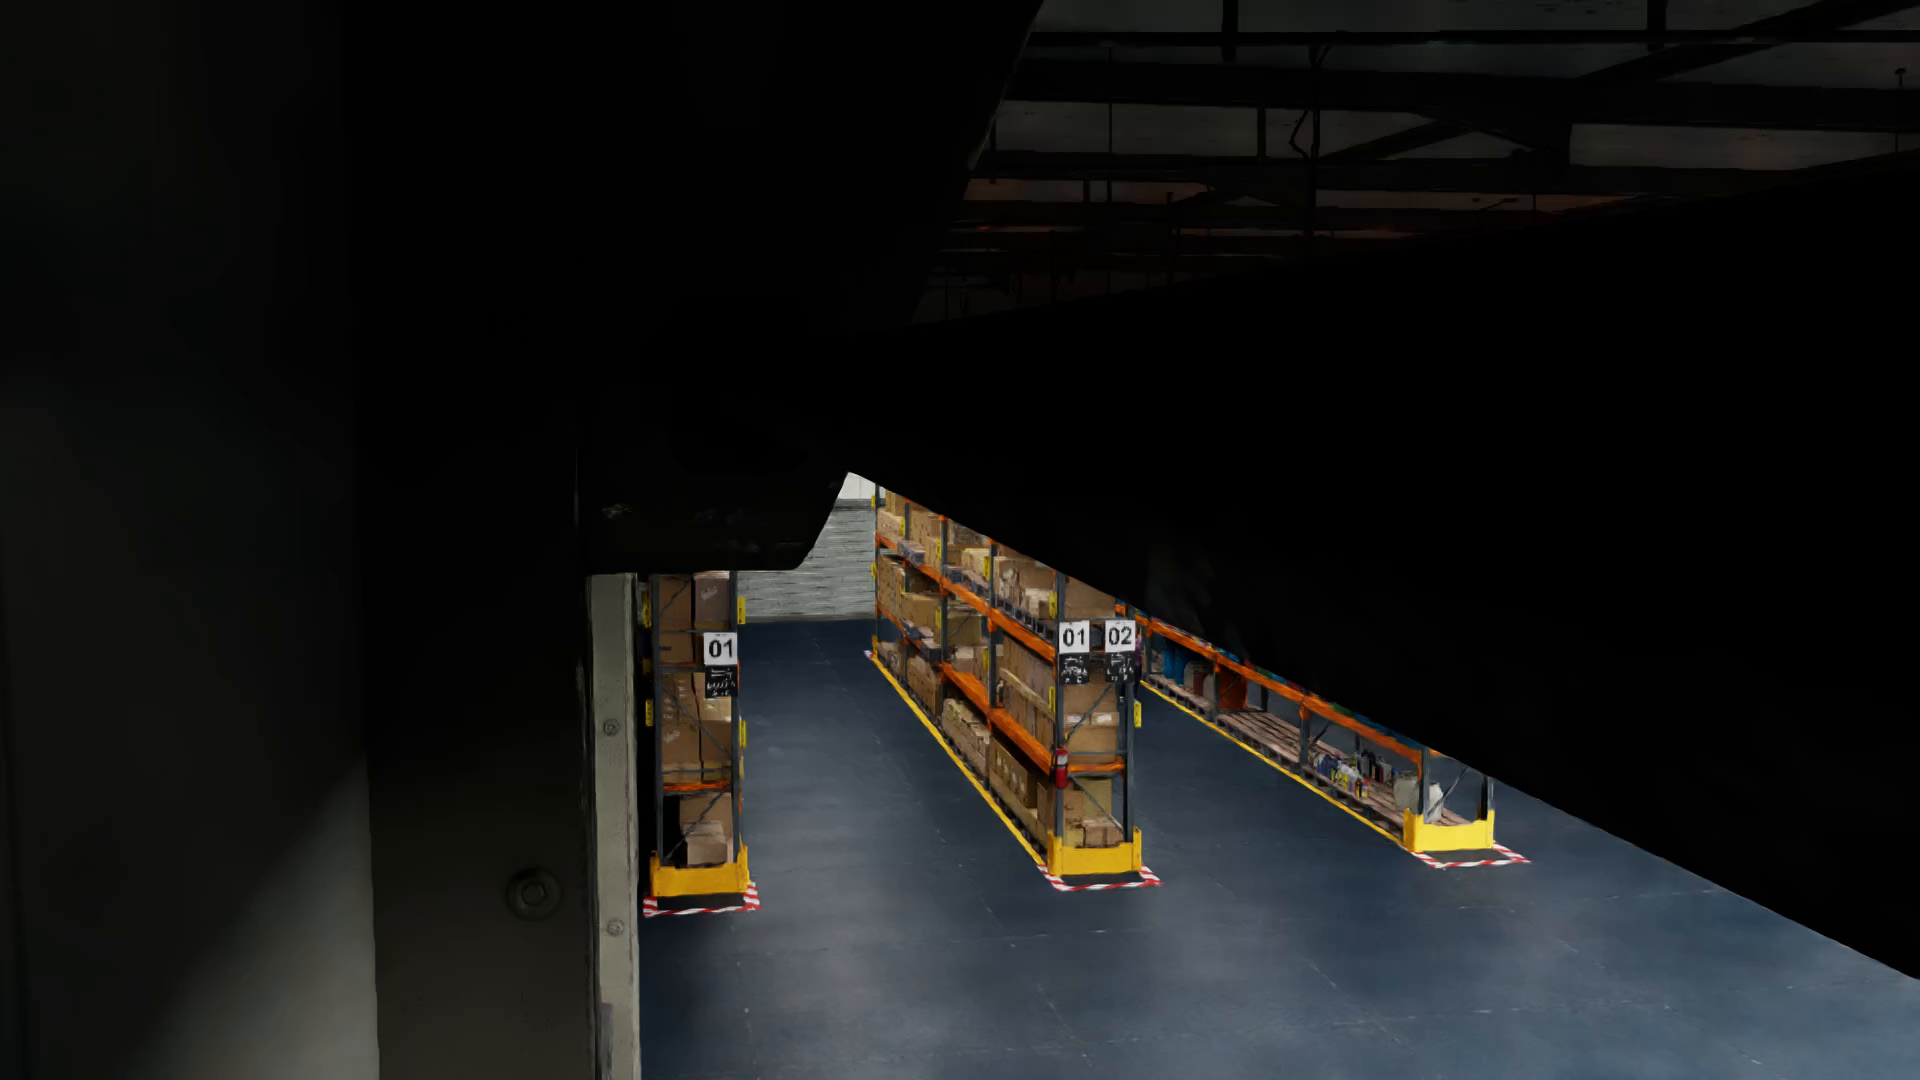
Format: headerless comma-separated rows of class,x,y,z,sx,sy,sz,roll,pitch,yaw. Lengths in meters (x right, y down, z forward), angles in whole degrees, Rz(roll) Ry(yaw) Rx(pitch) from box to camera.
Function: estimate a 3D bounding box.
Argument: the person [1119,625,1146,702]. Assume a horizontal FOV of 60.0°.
person,3.247,2.339,31.517,0.566,1.541,0.519,-1,6,-13
